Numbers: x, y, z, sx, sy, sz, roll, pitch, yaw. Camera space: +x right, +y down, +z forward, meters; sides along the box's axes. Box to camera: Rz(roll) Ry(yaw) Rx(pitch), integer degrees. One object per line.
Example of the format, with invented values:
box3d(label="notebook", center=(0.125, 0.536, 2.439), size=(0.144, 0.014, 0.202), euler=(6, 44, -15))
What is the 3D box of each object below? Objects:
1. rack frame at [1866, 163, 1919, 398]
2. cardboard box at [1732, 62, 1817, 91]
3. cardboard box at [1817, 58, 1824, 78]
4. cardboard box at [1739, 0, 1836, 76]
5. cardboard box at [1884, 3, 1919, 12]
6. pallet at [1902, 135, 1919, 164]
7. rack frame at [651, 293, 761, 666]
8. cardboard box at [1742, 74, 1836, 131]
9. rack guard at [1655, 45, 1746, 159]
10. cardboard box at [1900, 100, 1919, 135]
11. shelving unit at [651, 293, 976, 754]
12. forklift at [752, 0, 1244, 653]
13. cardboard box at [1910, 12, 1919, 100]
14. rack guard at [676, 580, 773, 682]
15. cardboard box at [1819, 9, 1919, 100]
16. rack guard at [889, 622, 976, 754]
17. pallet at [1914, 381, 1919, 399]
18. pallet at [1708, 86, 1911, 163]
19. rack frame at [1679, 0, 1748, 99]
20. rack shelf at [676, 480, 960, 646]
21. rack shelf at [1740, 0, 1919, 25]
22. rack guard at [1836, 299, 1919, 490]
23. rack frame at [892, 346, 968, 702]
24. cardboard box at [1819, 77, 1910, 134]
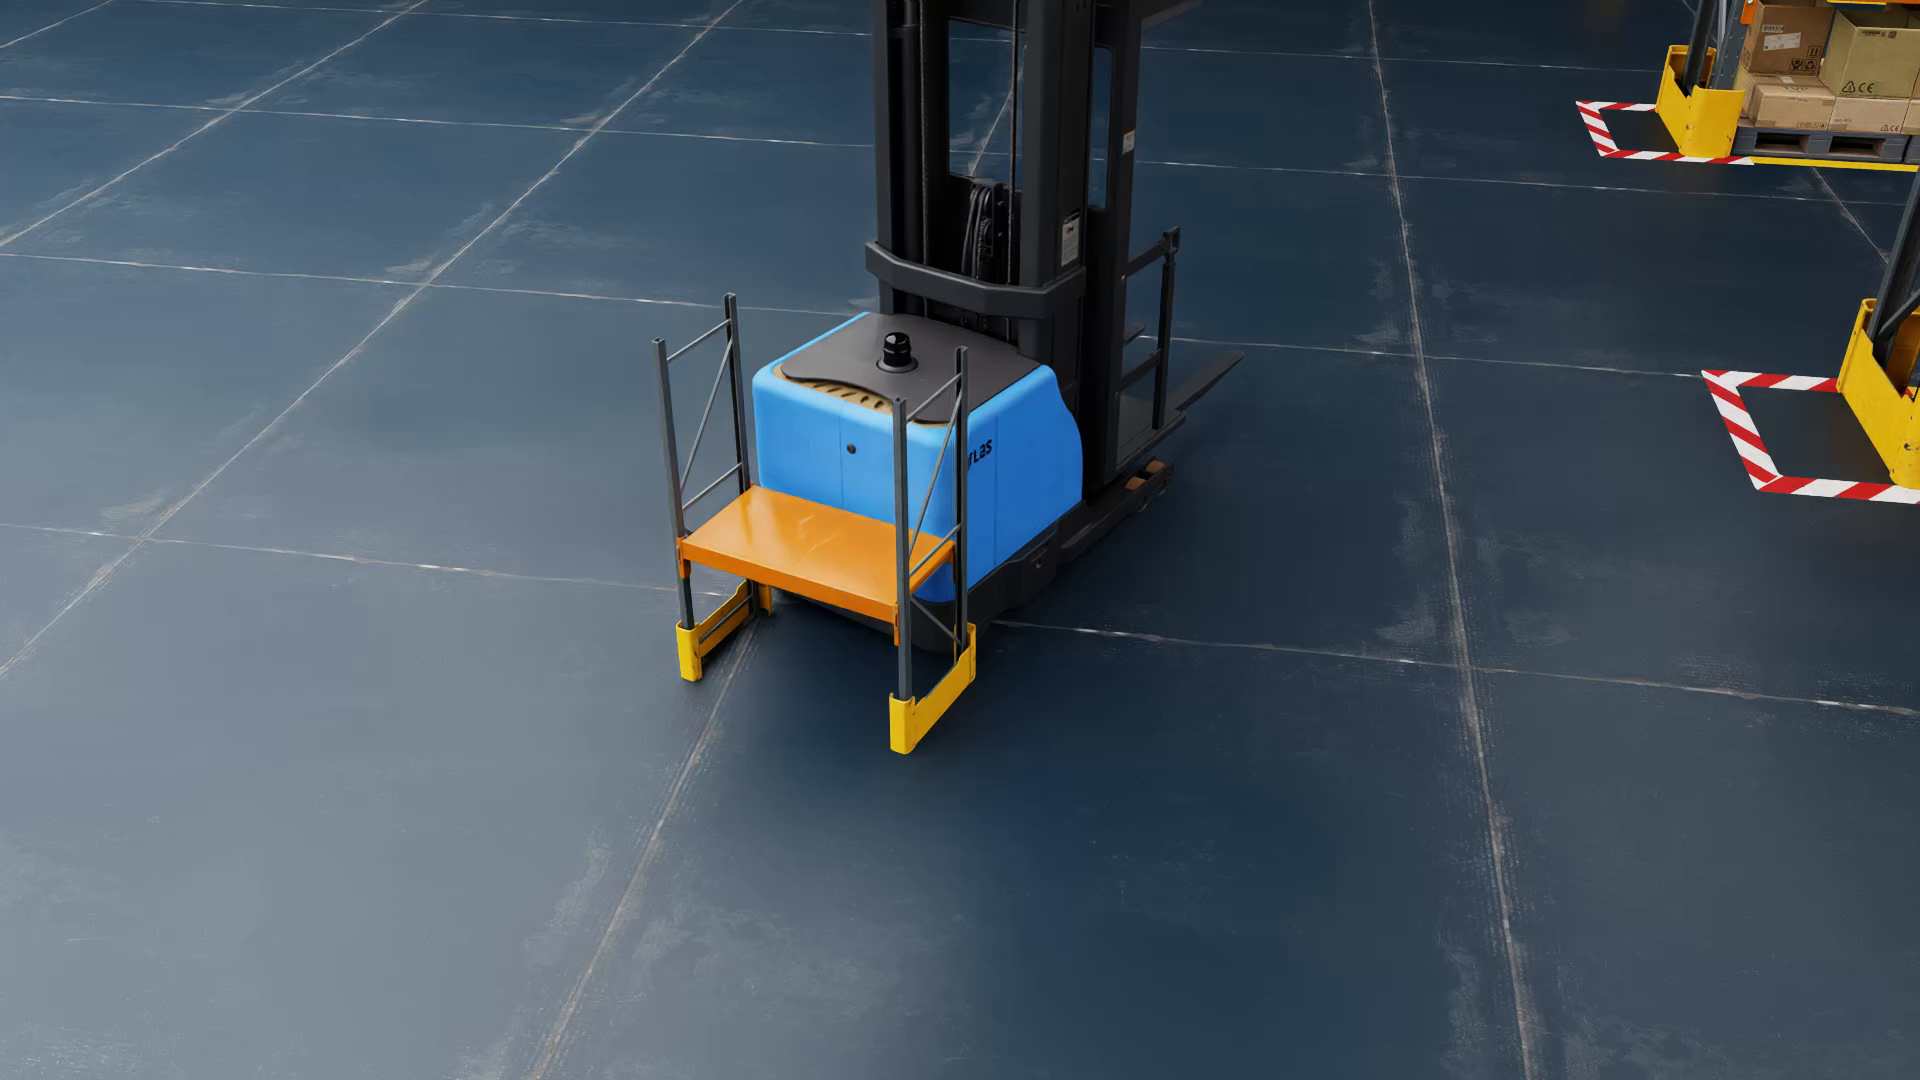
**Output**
box3d(label="rack frame", center=(4.784, -1.799, 7.798), size=(0.127, 3.000, 1.000), euler=(5, 32, 8))
box3d(label="cardboard box", center=(6.199, -3.509, 12.725), size=(0.500, 0.250, 0.500), euler=(5, 32, 8))
box3d(label="cardboard box", center=(6.694, -3.471, 12.663), size=(0.500, 0.250, 0.500), euler=(5, 32, 8))
box3d(label="cardboard box", center=(6.199, -3.828, 12.527), size=(0.500, 0.500, 0.500), euler=(5, 32, 8))
box3d(label="cardboard box", center=(7.188, -3.746, 12.397), size=(0.500, 0.500, 0.500), euler=(5, 32, 8))
box3d(label="pallet", center=(7.581, -3.051, 12.426), size=(1.213, 0.211, 1.003), euler=(5, 32, 8))
box3d(label="rack frame", center=(-1.000, -0.204, 6.662), size=(0.032, 1.500, 0.500), euler=(16, 35, 23))
box3d(label="cardboard box", center=(6.112, -3.238, 12.292), size=(0.500, 0.250, 0.500), euler=(5, 32, 8))
box3d(label="rack guard", center=(5.597, -3.332, 12.603), size=(0.348, 0.500, 1.175), euler=(5, 32, 8))
box3d(label="cardboard box", center=(7.098, -3.150, 12.152), size=(0.500, 0.250, 0.500), euler=(5, 32, 8))
box3d(label="shelving unit", center=(-0.542, -0.075, 6.457), size=(1.083, 1.500, 0.587), euler=(16, 35, 23))
box3d(label="forklift", center=(0.387, -1.510, 7.400), size=(1.130, 2.935, 3.031), euler=(20, 37, 29))
box3d(label="cardboard box", center=(7.100, -3.474, 11.963), size=(0.500, 0.500, 0.500), euler=(5, 32, 8))
box3d(label="rack guard", center=(-0.982, 0.331, 6.986), size=(0.087, 0.250, 0.587), euler=(16, 35, 23))
box3d(label="cardboard box", center=(6.605, -3.512, 12.023), size=(0.500, 0.500, 0.500), euler=(5, 32, 8))
box3d(label="rack guard", center=(-0.102, 0.578, 6.590), size=(0.087, 0.250, 0.587), euler=(16, 35, 23))
box3d(label="pallet", center=(5.666, -0.560, 8.446), size=(1.213, 0.211, 1.003), euler=(5, 32, 8))
box3d(label="pallet", center=(6.382, -3.161, 12.602), size=(1.213, 0.211, 1.003), euler=(5, 32, 8))
box3d(label="rack frame", center=(5.621, -4.390, 11.936), size=(0.127, 3.000, 1.000), euler=(5, 32, 8))
box3d(label="rack shelf", center=(-0.550, 0.075, 6.556), size=(1.000, 0.185, 0.538), euler=(16, 35, 23))
box3d(label="rack shelf", center=(7.592, -3.906, 11.842), size=(4.000, 0.370, 1.077), euler=(5, 32, 8))
box3d(label="rack guard", center=(4.866, -0.758, 8.489), size=(0.348, 0.500, 1.175), euler=(5, 32, 8))
box3d(label="rack frame", center=(-0.101, 0.049, 6.258), size=(0.032, 1.500, 0.500), euler=(16, 35, 23))
box3d(label="cardboard box", center=(6.605, -3.195, 12.224), size=(0.500, 0.250, 0.500), euler=(5, 32, 8))
